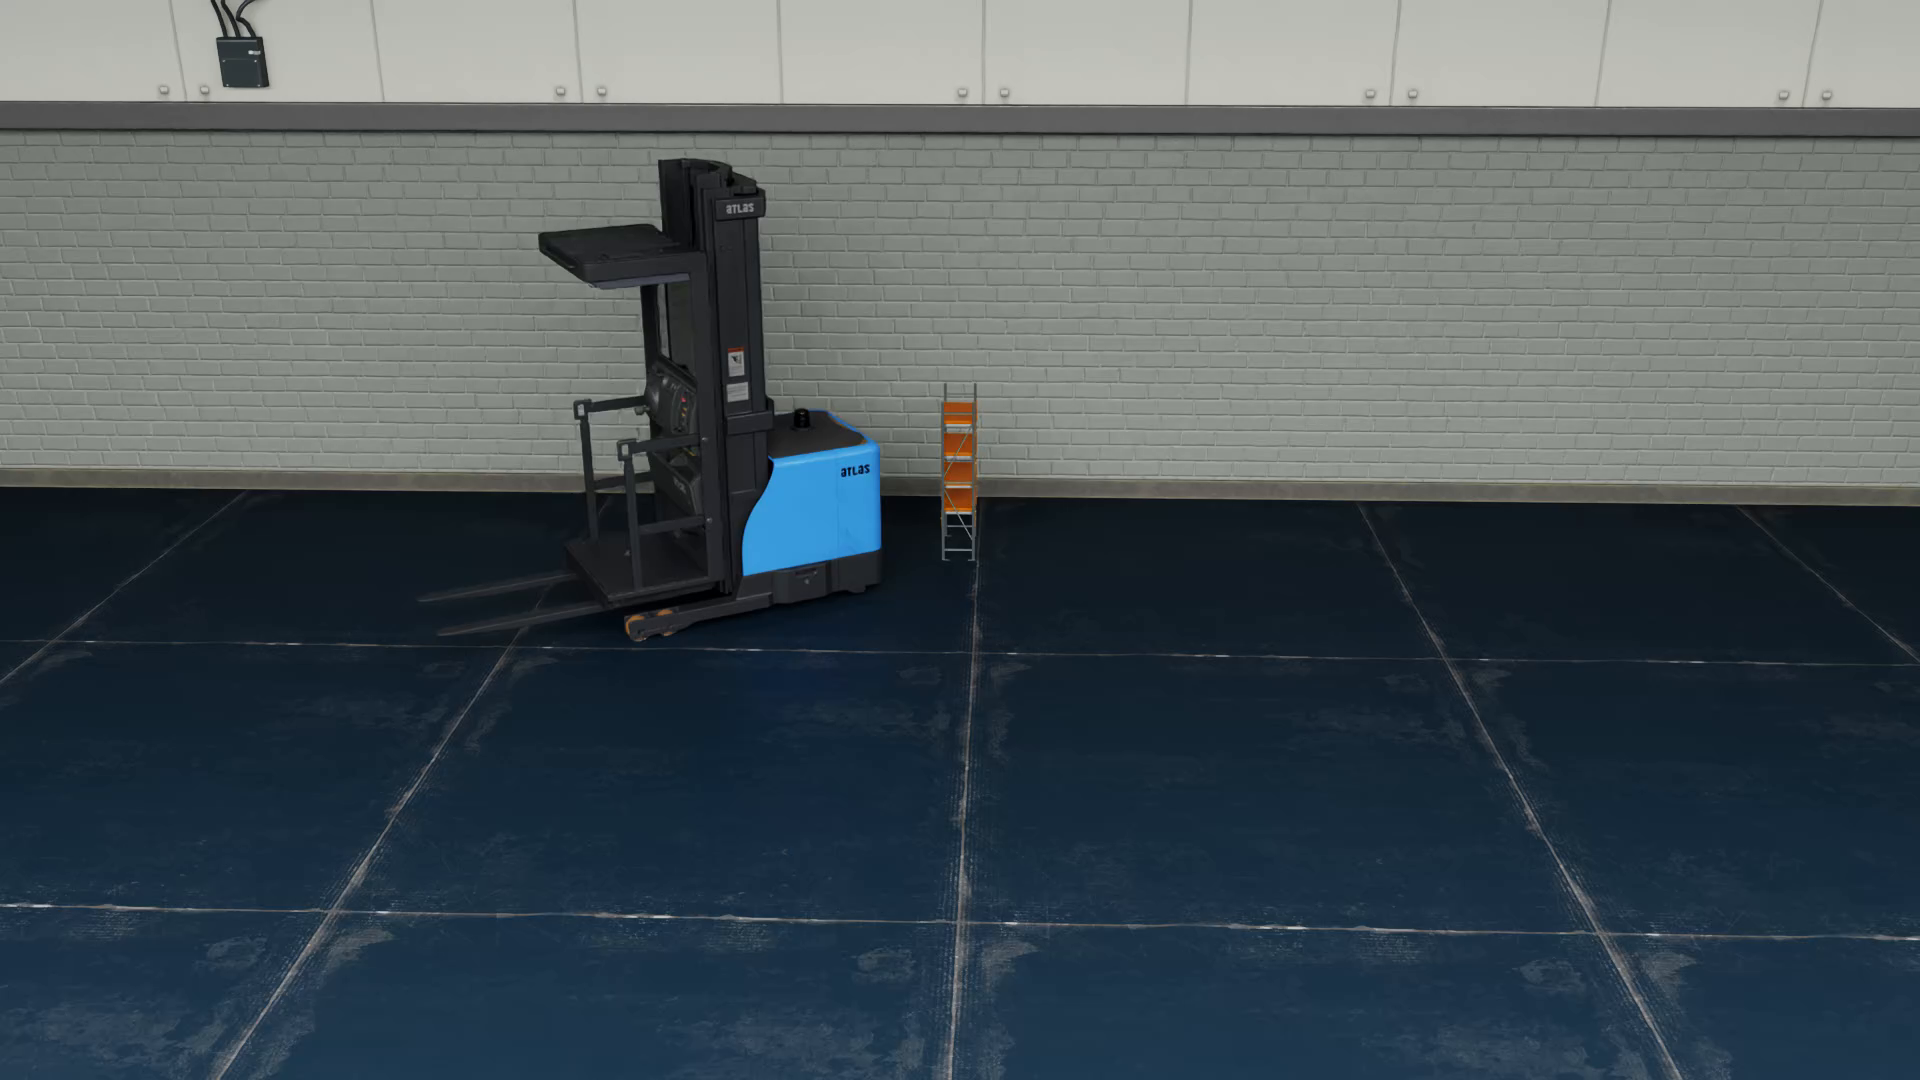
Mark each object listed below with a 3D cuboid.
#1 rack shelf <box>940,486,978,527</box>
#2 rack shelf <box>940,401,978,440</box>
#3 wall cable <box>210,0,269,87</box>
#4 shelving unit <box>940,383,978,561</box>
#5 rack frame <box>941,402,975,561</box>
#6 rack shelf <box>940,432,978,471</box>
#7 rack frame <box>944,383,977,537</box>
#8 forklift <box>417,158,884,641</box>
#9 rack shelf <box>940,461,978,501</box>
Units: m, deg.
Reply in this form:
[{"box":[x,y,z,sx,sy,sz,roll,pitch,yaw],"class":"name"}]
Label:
[{"box":[-0.005,-0.252,12.254,0.258,0.148,0.480,1,21,2],"class":"rack shelf"},{"box":[-0.005,-0.866,12.015,0.258,0.148,0.480,1,21,2],"class":"rack shelf"},{"box":[-4.324,-6.165,11.276,2.305,6.003,0.169,1,21,2],"class":"wall cable"},{"box":[-0.005,-0.500,12.158,0.258,1.200,0.503,1,21,2],"class":"shelving unit"},{"box":[-0.012,-0.411,11.930,0.240,1.200,0.015,1,21,2],"class":"rack frame"},{"box":[-0.005,-0.645,12.101,0.258,0.148,0.480,1,21,2],"class":"rack shelf"},{"box":[0.002,-0.588,12.385,0.240,1.200,0.015,1,21,2],"class":"rack frame"},{"box":[-2.077,-0.925,10.861,3.031,2.935,1.130,-11,24,-26],"class":"forklift"},{"box":[-0.005,-0.437,12.182,0.258,0.148,0.480,1,21,2],"class":"rack shelf"}]
